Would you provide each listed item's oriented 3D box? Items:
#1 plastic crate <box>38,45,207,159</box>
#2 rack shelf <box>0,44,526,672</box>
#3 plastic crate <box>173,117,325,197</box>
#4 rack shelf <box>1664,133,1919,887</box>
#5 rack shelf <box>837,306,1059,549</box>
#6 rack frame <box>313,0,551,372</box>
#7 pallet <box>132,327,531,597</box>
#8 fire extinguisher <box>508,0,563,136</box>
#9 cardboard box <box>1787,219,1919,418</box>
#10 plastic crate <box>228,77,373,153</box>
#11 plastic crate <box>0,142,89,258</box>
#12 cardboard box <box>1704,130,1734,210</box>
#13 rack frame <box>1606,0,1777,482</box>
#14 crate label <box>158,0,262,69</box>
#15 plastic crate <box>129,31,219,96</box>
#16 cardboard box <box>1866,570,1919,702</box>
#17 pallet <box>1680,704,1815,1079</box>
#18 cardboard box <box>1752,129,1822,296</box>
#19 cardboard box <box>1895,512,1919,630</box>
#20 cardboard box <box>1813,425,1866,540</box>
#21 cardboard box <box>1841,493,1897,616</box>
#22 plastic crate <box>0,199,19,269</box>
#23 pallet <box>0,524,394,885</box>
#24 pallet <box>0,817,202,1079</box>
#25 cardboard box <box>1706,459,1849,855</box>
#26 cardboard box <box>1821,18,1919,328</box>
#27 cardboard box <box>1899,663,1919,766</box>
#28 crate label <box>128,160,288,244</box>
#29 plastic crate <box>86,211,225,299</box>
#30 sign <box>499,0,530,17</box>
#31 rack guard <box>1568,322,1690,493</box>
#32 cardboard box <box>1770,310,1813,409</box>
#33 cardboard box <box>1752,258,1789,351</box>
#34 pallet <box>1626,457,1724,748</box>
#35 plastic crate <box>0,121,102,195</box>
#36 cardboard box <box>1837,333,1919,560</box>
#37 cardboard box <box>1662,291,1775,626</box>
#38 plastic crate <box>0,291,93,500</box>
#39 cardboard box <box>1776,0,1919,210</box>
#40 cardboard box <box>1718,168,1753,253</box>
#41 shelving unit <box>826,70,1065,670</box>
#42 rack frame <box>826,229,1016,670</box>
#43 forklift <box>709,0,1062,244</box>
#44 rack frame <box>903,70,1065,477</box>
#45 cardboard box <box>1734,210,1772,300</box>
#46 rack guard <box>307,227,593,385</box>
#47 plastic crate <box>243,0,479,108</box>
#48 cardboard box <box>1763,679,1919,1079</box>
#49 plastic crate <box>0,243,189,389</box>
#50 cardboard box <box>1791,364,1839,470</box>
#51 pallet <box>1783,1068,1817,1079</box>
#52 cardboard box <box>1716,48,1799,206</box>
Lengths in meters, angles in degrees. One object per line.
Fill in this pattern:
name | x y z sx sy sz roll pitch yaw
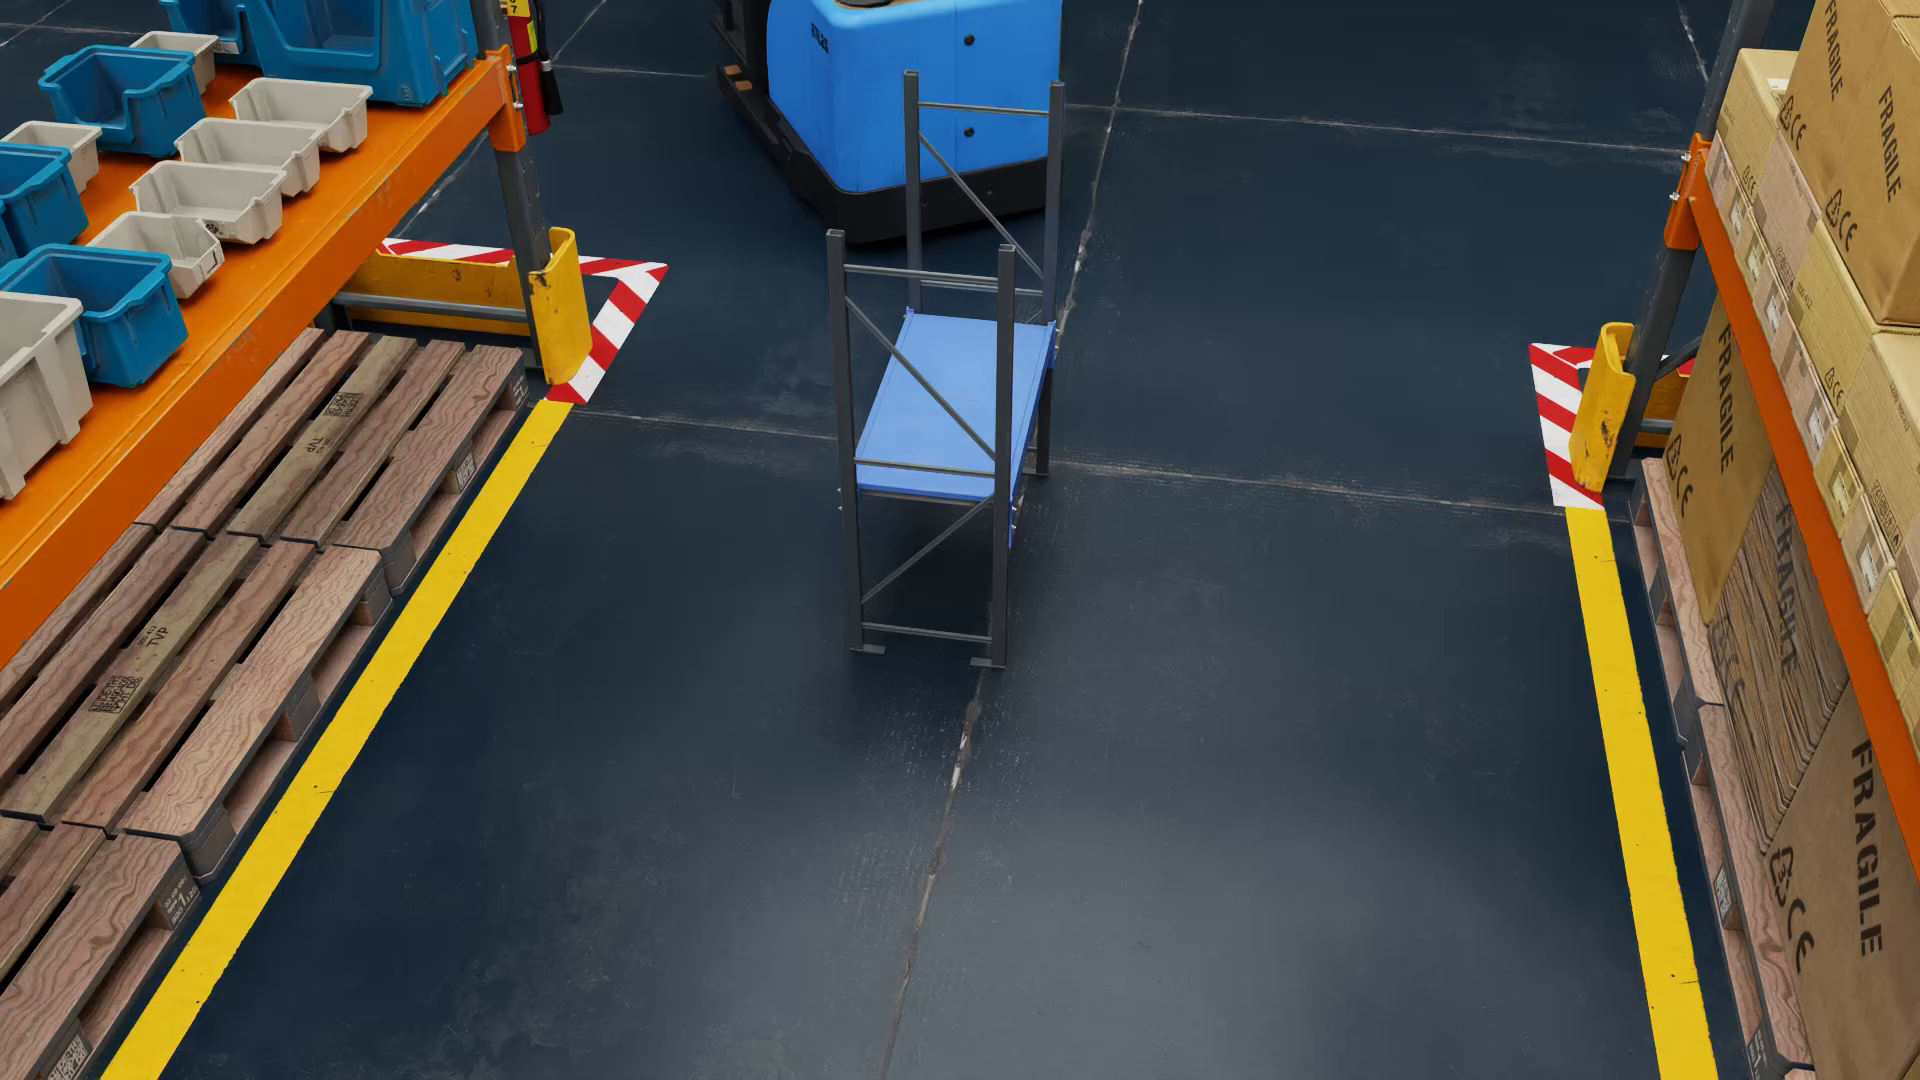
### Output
plastic crate | -2.546 -1.335 5.095 0.416 0.233 0.300 6 40 8
rack shelf | -2.411 -0.376 4.415 1.077 0.370 4.000 6 40 8
plastic crate | -2.092 -1.118 4.908 0.396 0.136 0.243 6 40 8
rack shelf | 2.468 0.170 3.755 1.077 0.370 4.000 6 40 8
rack shelf | -0.015 -0.386 5.322 0.538 0.185 1.000 6 40 8
rack frame | -2.065 -1.909 5.704 1.000 3.000 0.127 6 40 8
pallet | -2.246 -0.321 5.972 1.003 0.211 1.213 6 40 8
fire extinguisher | -1.591 -1.780 5.902 0.296 0.674 0.183 6 40 8
cardboard box | 2.291 -0.506 3.892 0.500 0.250 0.500 5 40 6
plastic crate | -2.027 -1.298 5.126 0.396 0.136 0.243 6 40 8
plastic crate | -2.659 -0.922 4.596 0.416 0.233 0.300 6 40 8
cardboard box | 2.427 -1.079 4.898 0.380 0.149 0.250 7 40 8
rack frame | 2.814 -1.362 5.044 1.000 3.000 0.127 6 40 8
crate label | -2.432 -1.748 5.595 0.416 0.233 0.303 6 40 8
plastic crate | -2.569 -1.519 5.393 0.250 0.136 0.298 6 40 8
cardboard box | 2.074 0.211 3.338 0.380 0.149 0.250 6 40 7
pallet | 2.539 0.986 4.392 1.003 0.211 1.213 6 40 8
cardboard box | 2.381 -0.821 4.273 0.500 0.250 0.500 6 40 7
cardboard box | 2.115 0.140 3.111 0.500 0.250 0.500 7 40 9
cardboard box | 2.162 -0.114 3.731 0.380 0.149 0.250 5 40 7
cardboard box | 2.119 0.051 3.531 0.380 0.149 0.250 7 40 8
plastic crate | -2.711 -0.734 4.368 0.416 0.233 0.300 6 40 8
pallet | -2.459 0.443 5.049 1.003 0.211 1.213 6 40 8
pallet | -2.668 1.211 4.120 1.003 0.211 1.213 6 40 8
cardboard box | 2.624 0.276 4.400 0.875 0.875 0.875 6 40 8
cardboard box | 2.294 -0.797 3.656 0.500 0.500 0.500 5 40 6
cardboard box | 2.029 0.371 3.144 0.380 0.149 0.250 7 40 9
crate label | -2.116 -0.941 4.693 0.396 0.136 0.243 6 40 8
plastic crate | -2.149 -0.753 4.466 0.298 0.136 0.250 6 40 8
sign | -1.520 -1.921 5.591 0.100 0.325 0.005 6 40 8
rack guard | 2.818 -0.414 5.859 1.175 0.500 0.348 6 40 8
cardboard box | 2.251 -0.434 4.118 0.380 0.149 0.250 6 40 7
cardboard box | 2.296 -0.593 4.311 0.380 0.149 0.250 6 40 7
pallet | 2.752 0.223 5.315 1.003 0.211 1.213 6 40 8
plastic crate | -2.686 -1.093 4.878 0.250 0.136 0.298 6 40 8
cardboard box | 2.206 -0.178 3.495 0.500 0.250 0.500 6 40 7
cardboard box | 2.782 -0.295 5.091 0.875 0.875 0.875 6 40 8
plastic crate | -2.311 -0.314 3.821 0.437 0.282 0.530 6 40 8
cardboard box | 2.378 -1.123 4.050 0.500 0.500 0.500 5 40 7
cardboard box | 2.384 -0.918 4.703 0.380 0.149 0.250 6 40 7
shelving unit | -0.015 -0.524 5.207 0.538 1.500 1.048 6 40 8
rack frame | -0.103 -0.205 4.821 0.500 1.500 0.032 6 40 8
forklift | -0.587 -3.352 7.504 1.130 2.935 3.031 -15 42 -17
rack frame | 0.073 -0.844 5.593 0.500 1.500 0.032 6 40 8
cardboard box | 2.340 -0.757 4.509 0.380 0.149 0.250 6 40 7
rack guard | -2.073 -0.962 6.521 1.175 0.500 0.348 6 40 8
plastic crate | -1.939 -1.715 5.395 0.616 0.435 0.499 6 40 8
cardboard box | 2.470 0.835 3.724 0.875 0.875 0.875 6 40 8
plastic crate | -2.167 -0.550 4.145 0.416 0.233 0.300 6 40 8
cardboard box | 2.207 -0.272 3.922 0.380 0.149 0.250 6 40 7
pallet | 2.330 1.754 3.463 1.003 0.211 1.213 6 40 8
cardboard box | 2.465 -1.148 4.668 0.500 0.250 0.500 5 40 6
